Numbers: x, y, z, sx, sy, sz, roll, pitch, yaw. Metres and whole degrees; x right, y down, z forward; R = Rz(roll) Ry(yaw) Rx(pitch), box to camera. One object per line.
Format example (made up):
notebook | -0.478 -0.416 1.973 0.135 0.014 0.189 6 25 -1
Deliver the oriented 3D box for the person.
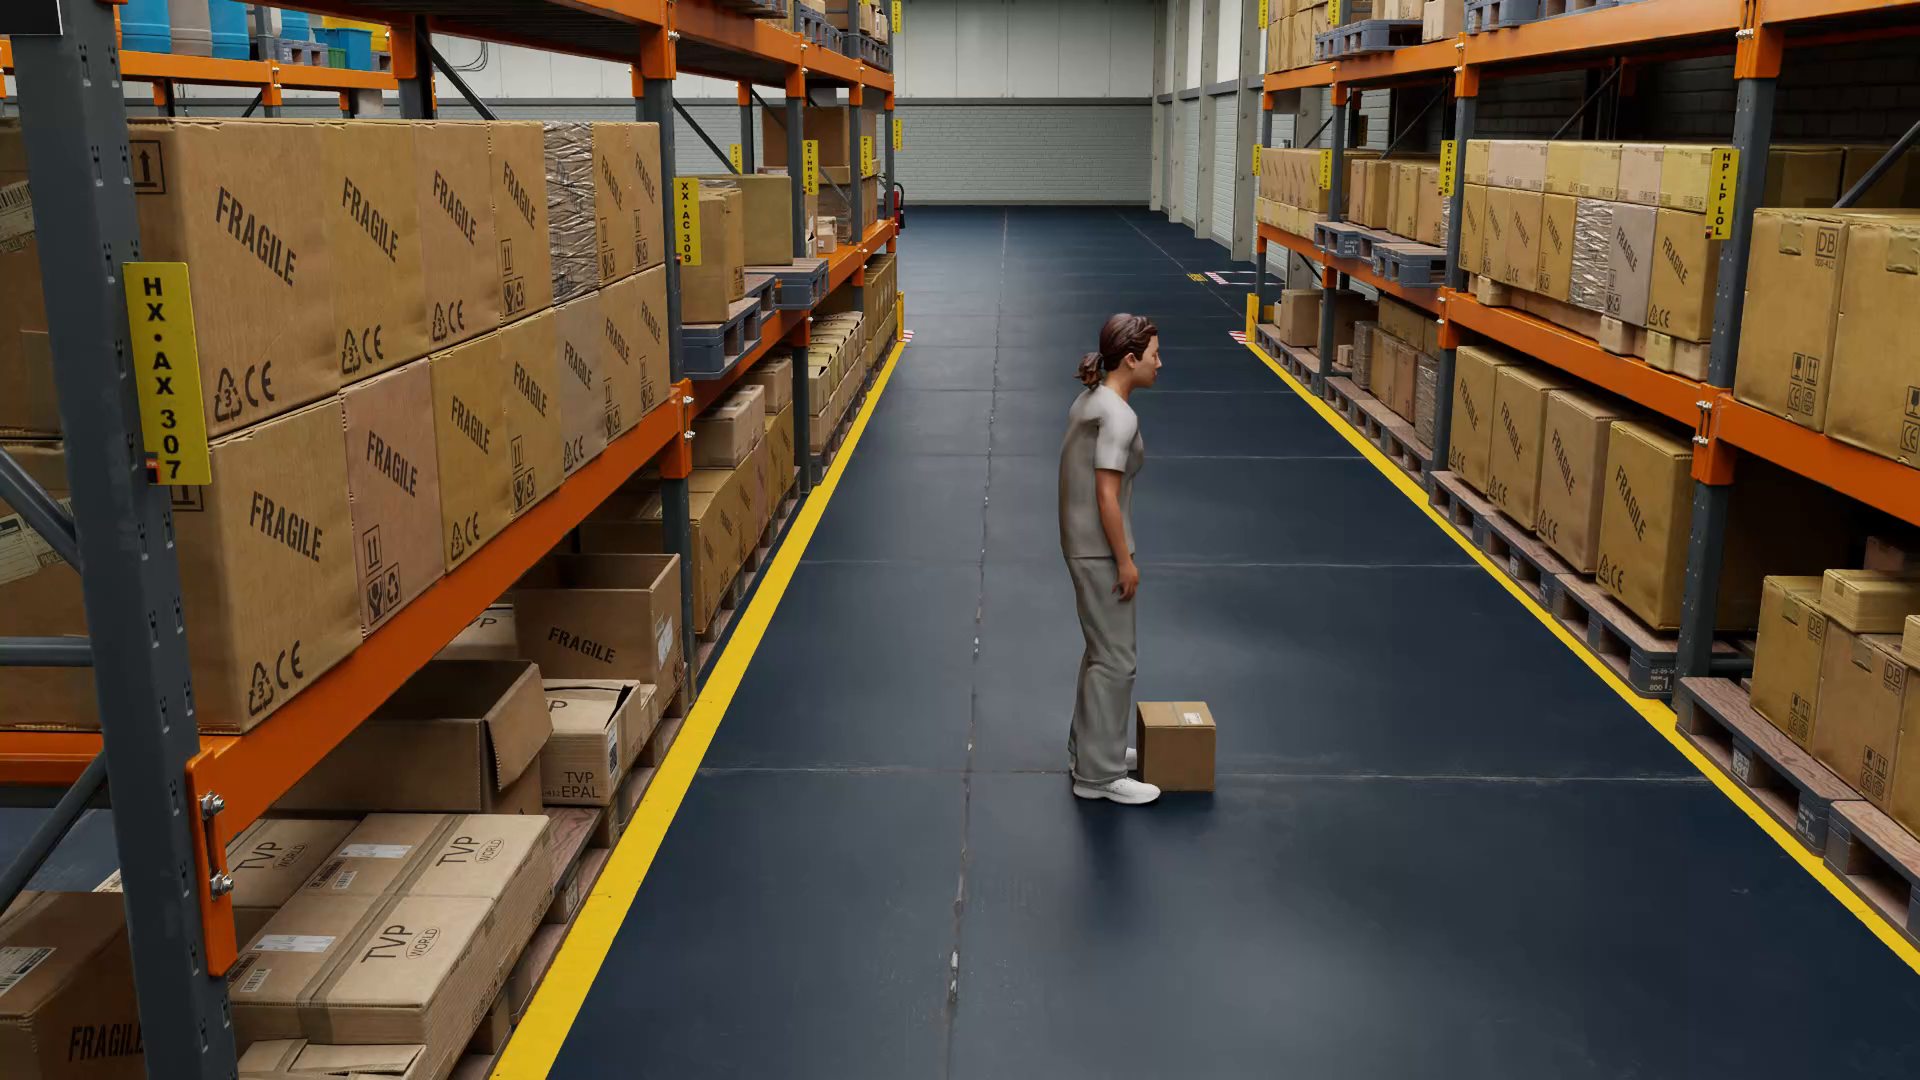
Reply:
person | 0.525 0.051 5.800 0.363 1.672 0.514 0 14 -2
